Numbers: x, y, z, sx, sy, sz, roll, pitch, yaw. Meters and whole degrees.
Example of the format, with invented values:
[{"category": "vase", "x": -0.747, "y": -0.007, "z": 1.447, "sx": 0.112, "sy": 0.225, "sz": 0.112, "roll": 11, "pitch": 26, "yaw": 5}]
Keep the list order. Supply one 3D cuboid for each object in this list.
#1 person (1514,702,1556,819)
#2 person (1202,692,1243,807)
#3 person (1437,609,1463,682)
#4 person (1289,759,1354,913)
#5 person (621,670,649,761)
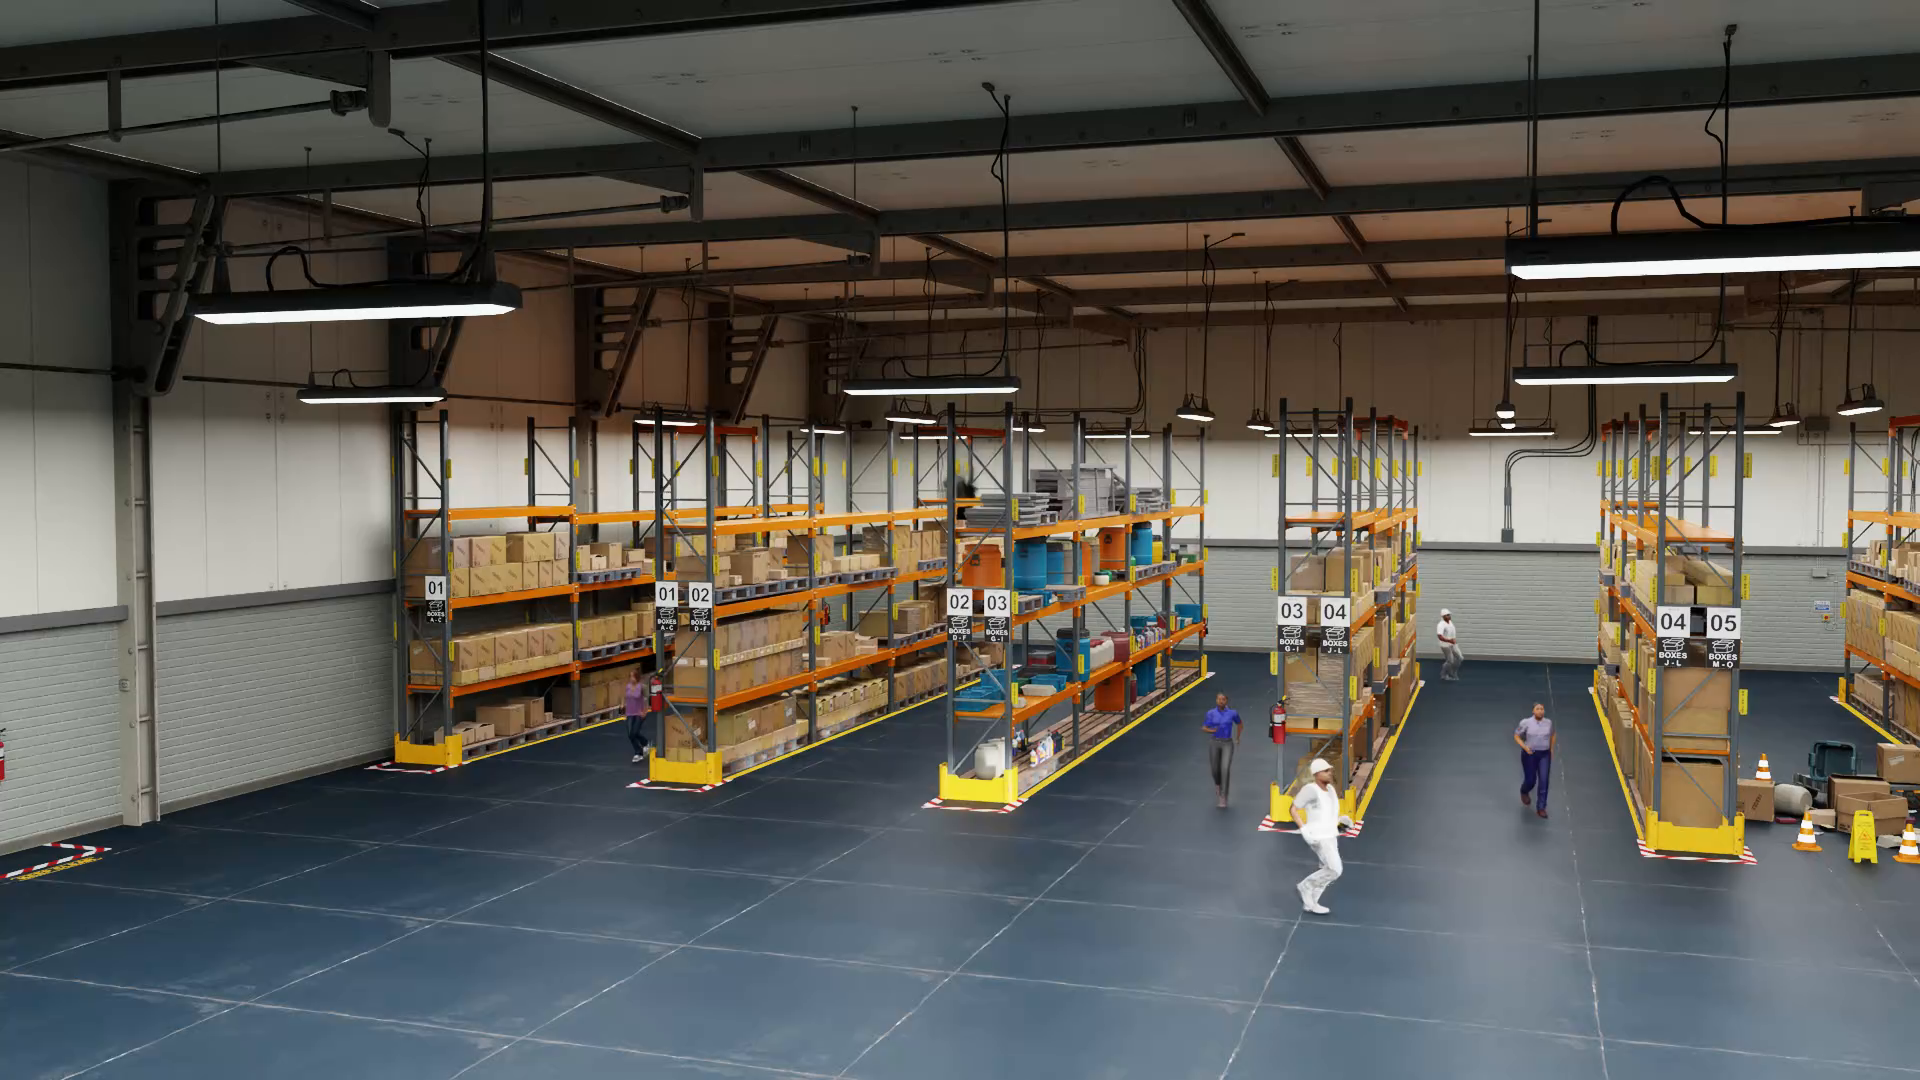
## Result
[{"category": "person", "x": 8.359, "y": 3.159, "z": 24.133, "sx": 0.616, "sy": 1.640, "sz": 0.831, "roll": 0, "pitch": 2, "yaw": 7}, {"category": "person", "x": 3.913, "y": 3.089, "z": 24.833, "sx": 0.577, "sy": 1.640, "sz": 0.940, "roll": 1, "pitch": 3, "yaw": 16}, {"category": "person", "x": 11.456, "y": 2.473, "z": 39.041, "sx": 0.685, "sy": 1.723, "sz": 0.609, "roll": -2, "pitch": 3, "yaw": -39}, {"category": "person", "x": 4.091, "y": 3.324, "z": 18.609, "sx": 0.597, "sy": 1.736, "sz": 0.676, "roll": 2, "pitch": 3, "yaw": 39}, {"category": "person", "x": -5.562, "y": 3.003, "z": 28.424, "sx": 0.543, "sy": 1.566, "sz": 0.530, "roll": 1, "pitch": 3, "yaw": 20}]
